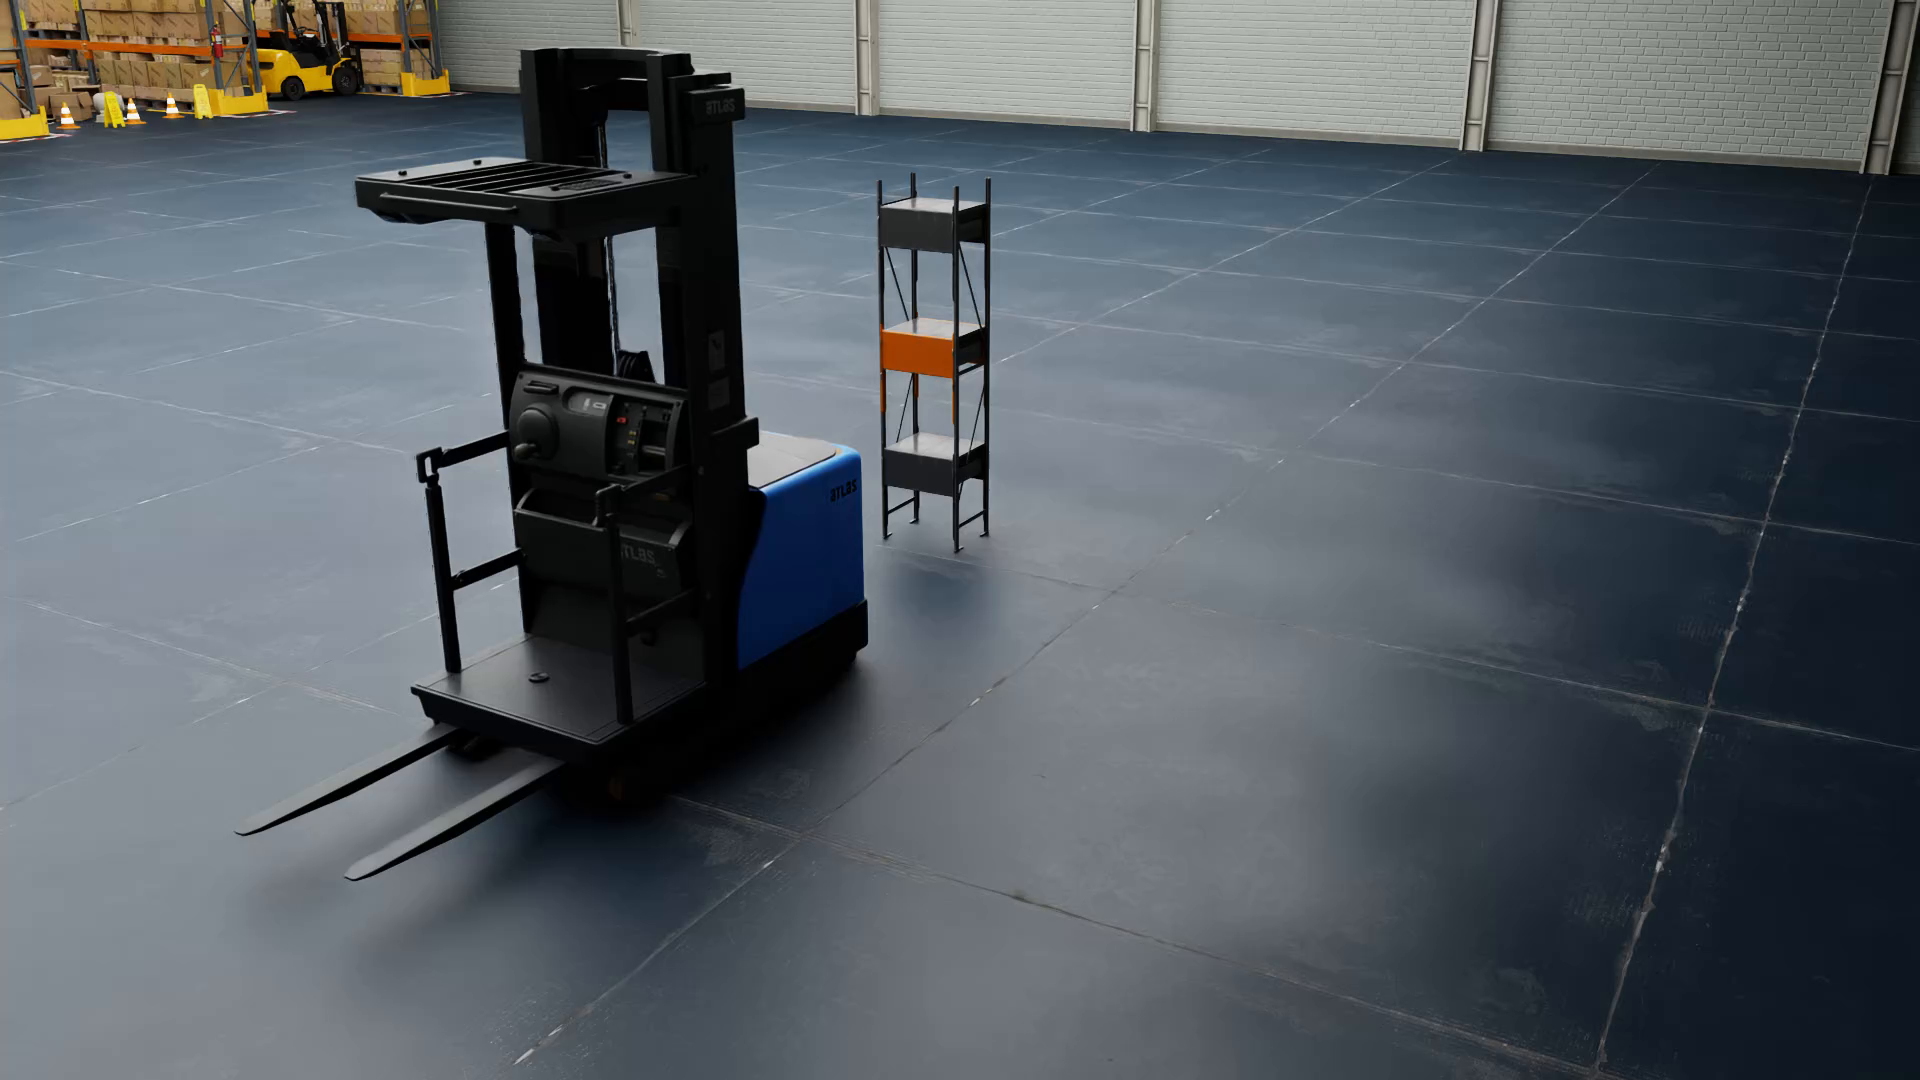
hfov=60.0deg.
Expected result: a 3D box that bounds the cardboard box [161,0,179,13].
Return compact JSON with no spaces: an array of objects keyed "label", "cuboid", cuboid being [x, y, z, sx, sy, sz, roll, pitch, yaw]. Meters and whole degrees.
[{"label":"cardboard box","cuboid":[-15.573,-10.863,33.365,0.500,0.500,0.700,11,23,28]}]

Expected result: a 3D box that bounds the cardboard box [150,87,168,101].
[{"label":"cardboard box","cuboid":[-16.327,-9.233,34.336,0.500,0.250,0.500,10,22,25]}]

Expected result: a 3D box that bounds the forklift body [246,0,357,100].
[{"label":"forklift body","cuboid":[-14.710,-10.952,36.902,1.214,2.155,2.313,11,23,27]}]

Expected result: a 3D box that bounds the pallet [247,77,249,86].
[{"label":"pallet","cuboid":[-16.319,-11.044,40.000,1.213,0.211,1.003,11,23,27]}]

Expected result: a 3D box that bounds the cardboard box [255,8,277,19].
[{"label":"cardboard box","cuboid":[-16.210,-12.414,39.175,0.500,0.250,0.500,10,22,26]}]

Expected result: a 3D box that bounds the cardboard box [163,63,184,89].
[{"label":"cardboard box","cuboid":[-15.866,-9.499,33.969,0.500,0.500,0.500,12,23,29]}]

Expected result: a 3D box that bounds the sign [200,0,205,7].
[{"label":"sign","cuboid":[-14.870,-10.631,32.612,0.005,0.325,0.100,11,23,27]}]

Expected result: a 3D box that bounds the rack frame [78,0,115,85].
[{"label":"rack frame","cuboid":[-18.074,-10.765,35.144,0.127,3.000,1.000,11,23,27]}]

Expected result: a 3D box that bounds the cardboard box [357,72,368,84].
[{"label":"cardboard box","cuboid":[-13.591,-10.639,38.211,0.500,0.250,0.500,11,23,28]}]

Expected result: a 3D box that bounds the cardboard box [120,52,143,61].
[{"label":"cardboard box","cuboid":[-17.161,-10.025,34.470,0.250,0.149,0.380,12,23,29]}]

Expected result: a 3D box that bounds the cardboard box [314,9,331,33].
[{"label":"cardboard box","cuboid":[-14.491,-11.973,38.328,0.500,0.500,0.500,11,22,27]}]

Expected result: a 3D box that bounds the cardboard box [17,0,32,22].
[{"label":"cardboard box","cuboid":[-19.928,-11.415,35.735,0.500,0.500,0.500,10,22,25]}]

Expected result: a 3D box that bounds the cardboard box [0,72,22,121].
[{"label":"cardboard box","cuboid":[-17.532,-7.901,29.748,0.875,0.875,0.875,11,23,28]}]

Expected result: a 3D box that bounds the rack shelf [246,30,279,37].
[{"label":"rack shelf","cuboid":[-17.403,-12.238,40.259,4.000,0.370,1.077,11,23,27]}]

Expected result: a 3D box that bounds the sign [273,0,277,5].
[{"label":"sign","cuboid":[-15.913,-12.587,38.585,0.005,0.325,0.100,11,23,27]}]

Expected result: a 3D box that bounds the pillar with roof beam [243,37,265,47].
[{"label":"pillar with roof beam","cuboid":[-19.670,-14.499,36.639,0.400,9.000,9.100,11,23,27]}]

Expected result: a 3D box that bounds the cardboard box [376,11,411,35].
[{"label":"cardboard box","cuboid":[-12.722,-11.629,37.378,0.500,0.500,0.500,10,22,26]}]

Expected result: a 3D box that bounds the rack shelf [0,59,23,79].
[{"label":"rack shelf","cuboid":[-18.654,-8.604,30.241,4.000,0.370,1.077,11,23,27]}]

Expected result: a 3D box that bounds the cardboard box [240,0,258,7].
[{"label":"cardboard box","cuboid":[-16.780,-12.684,39.336,0.250,0.149,0.380,10,22,26]}]

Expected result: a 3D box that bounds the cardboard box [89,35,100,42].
[{"label":"cardboard box","cuboid":[-17.956,-10.499,34.779,0.250,0.149,0.380,11,23,27]}]

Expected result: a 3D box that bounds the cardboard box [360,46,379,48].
[{"label":"cardboard box","cuboid":[-13.805,-11.345,38.692,0.500,0.250,0.500,10,22,26]}]

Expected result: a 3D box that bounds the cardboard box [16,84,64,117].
[{"label":"cardboard box","cuboid":[-18.171,-8.682,32.862,0.503,0.637,0.797,11,23,27]}]

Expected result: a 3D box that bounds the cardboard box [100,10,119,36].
[{"label":"cardboard box","cuboid":[-17.376,-10.719,34.434,0.500,0.500,0.500,11,23,27]}]

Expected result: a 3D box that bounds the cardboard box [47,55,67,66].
[{"label":"cardboard box","cuboid":[-23.582,-12.551,43.459,0.258,0.266,0.396,12,23,29]}]

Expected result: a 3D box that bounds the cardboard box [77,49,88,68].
[{"label":"cardboard box","cuboid":[-22.328,-12.449,42.835,0.500,0.500,0.500,12,23,30]}]

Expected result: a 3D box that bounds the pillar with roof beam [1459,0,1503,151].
[{"label":"pillar with roof beam","cuboid":[6.520,-9.510,22.885,0.400,9.000,9.100,11,23,27]}]

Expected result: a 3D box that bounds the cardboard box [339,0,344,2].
[{"label":"cardboard box","cuboid":[-13.922,-12.320,37.896,0.250,0.149,0.380,11,23,28]}]

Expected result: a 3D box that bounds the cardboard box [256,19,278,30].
[{"label":"cardboard box","cuboid":[-16.224,-12.179,39.261,0.500,0.250,0.500,11,23,29]}]

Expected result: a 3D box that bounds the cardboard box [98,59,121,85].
[{"label":"cardboard box","cuboid":[-17.691,-9.844,34.921,0.500,0.500,0.500,12,23,30]}]

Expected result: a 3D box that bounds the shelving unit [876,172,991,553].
[{"label":"shelving unit","cuboid":[-0.144,-1.015,9.583,0.503,2.100,0.431,11,23,27]}]

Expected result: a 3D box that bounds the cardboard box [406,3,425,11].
[{"label":"cardboard box","cuboid":[-12.334,-12.064,37.626,0.250,0.149,0.380,10,22,26]}]

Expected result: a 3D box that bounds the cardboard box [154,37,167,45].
[{"label":"cardboard box","cuboid":[-16.164,-10.172,33.877,0.250,0.149,0.380,11,22,27]}]

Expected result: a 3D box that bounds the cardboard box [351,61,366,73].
[{"label":"cardboard box","cuboid":[-13.636,-10.872,38.122,0.500,0.250,0.500,10,22,26]}]

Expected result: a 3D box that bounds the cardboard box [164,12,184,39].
[{"label":"cardboard box","cuboid":[-15.625,-10.380,33.498,0.500,0.500,0.500,11,23,27]}]

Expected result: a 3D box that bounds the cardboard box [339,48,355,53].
[{"label":"cardboard box","cuboid":[-14.051,-11.188,38.258,0.500,0.250,0.500,10,22,26]}]

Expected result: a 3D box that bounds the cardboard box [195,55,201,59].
[{"label":"cardboard box","cuboid":[-18.611,-11.882,41.089,0.625,0.625,0.875,12,23,29]}]

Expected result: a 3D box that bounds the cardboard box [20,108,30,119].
[{"label":"cardboard box","cuboid":[-18.001,-8.252,32.225,0.258,0.266,0.396,16,25,36]}]

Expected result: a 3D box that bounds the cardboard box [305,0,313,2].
[{"label":"cardboard box","cuboid":[-14.849,-12.464,38.293,0.250,0.149,0.380,11,23,28]}]

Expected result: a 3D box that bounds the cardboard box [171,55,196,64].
[{"label":"cardboard box","cuboid":[-15.762,-9.759,33.735,0.250,0.149,0.380,12,23,29]}]

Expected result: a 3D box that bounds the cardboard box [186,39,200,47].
[{"label":"cardboard box","cuboid":[-15.288,-9.990,33.374,0.250,0.149,0.380,10,22,27]}]

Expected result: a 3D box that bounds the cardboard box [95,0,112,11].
[{"label":"cardboard box","cuboid":[-17.361,-11.193,34.274,0.500,0.500,0.700,11,23,28]}]

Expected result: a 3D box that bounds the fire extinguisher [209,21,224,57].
[{"label":"fire extinguisher","cuboid":[-14.707,-9.907,32.892,0.183,0.674,0.296,11,23,27]}]

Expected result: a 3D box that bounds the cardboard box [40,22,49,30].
[{"label":"cardboard box","cuboid":[-19.346,-10.971,35.462,0.250,0.149,0.380,11,23,28]}]

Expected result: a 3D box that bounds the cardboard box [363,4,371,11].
[{"label":"cardboard box","cuboid":[-13.249,-12.044,37.571,0.250,0.149,0.380,11,22,27]}]

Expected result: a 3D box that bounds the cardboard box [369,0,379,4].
[{"label":"cardboard box","cuboid":[-13.052,-12.134,37.383,0.250,0.149,0.380,11,23,28]}]

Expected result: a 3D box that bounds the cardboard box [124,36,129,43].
[{"label":"cardboard box","cuboid":[-17.016,-10.351,34.370,0.250,0.149,0.380,11,23,27]}]

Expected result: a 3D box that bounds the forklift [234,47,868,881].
[{"label":"forklift","cuboid":[-1.648,-0.463,6.845,1.130,2.935,3.031,12,23,29]}]

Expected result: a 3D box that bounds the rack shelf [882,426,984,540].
[{"label":"rack shelf","cuboid":[-0.145,-0.344,9.826,0.480,0.518,0.431,11,23,27]}]

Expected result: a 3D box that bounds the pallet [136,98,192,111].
[{"label":"pallet","cuboid":[-16.401,-9.151,34.782,1.213,0.211,1.003,11,23,27]}]

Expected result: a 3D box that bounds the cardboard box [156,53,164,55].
[{"label":"cardboard box","cuboid":[-19.623,-11.937,41.425,0.500,0.500,0.500,12,23,29]}]

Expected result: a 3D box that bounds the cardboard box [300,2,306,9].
[{"label":"cardboard box","cuboid":[-15.039,-12.387,38.515,0.250,0.149,0.380,11,23,27]}]

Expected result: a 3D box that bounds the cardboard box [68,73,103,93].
[{"label":"cardboard box","cuboid":[-18.533,-9.814,35.759,0.625,0.372,0.950,11,23,28]}]

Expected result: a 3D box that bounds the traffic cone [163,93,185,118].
[{"label":"traffic cone","cuboid":[-15.587,-8.595,32.881,0.334,0.463,0.336,11,23,27]}]
